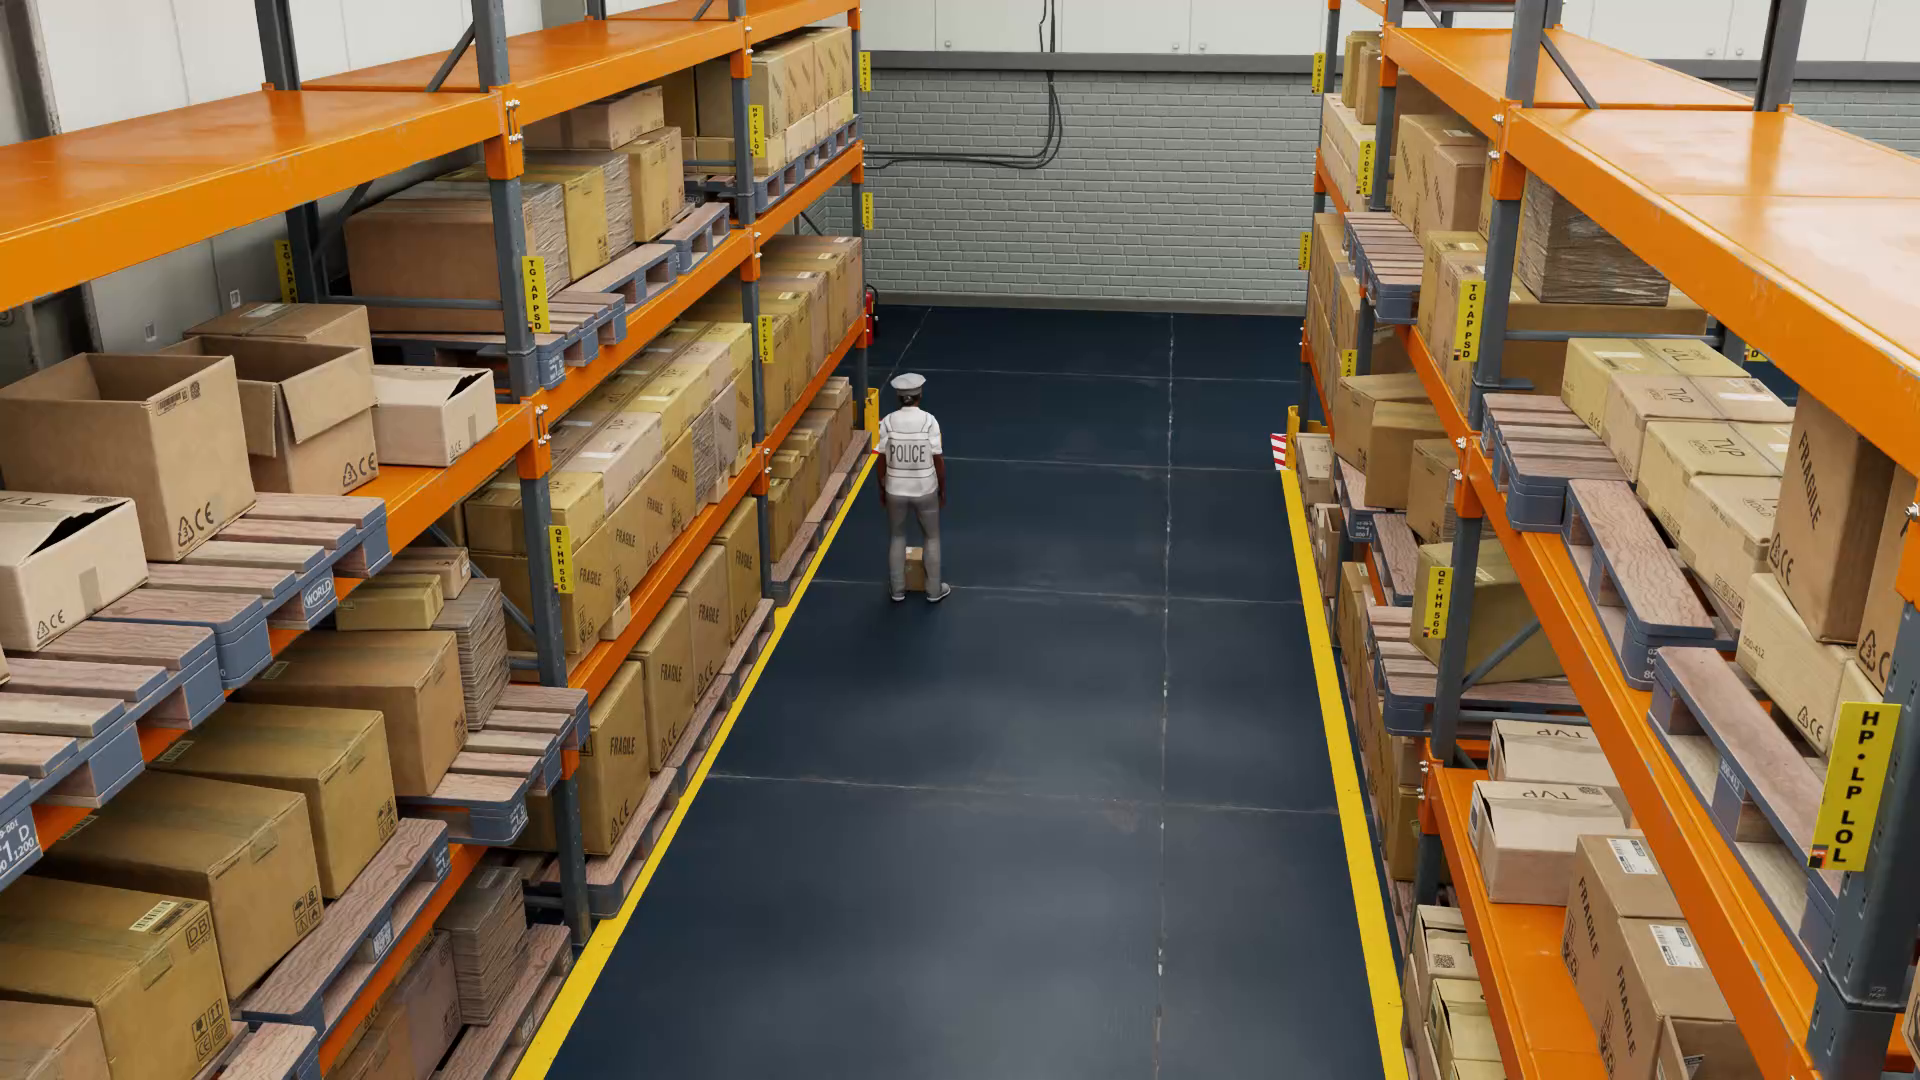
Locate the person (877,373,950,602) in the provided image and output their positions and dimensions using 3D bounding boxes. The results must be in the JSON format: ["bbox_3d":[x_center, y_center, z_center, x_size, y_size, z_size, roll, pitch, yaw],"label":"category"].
[{"bbox_3d":[-0.339,-0.354,11.996,0.514,1.657,0.399,2,21,6],"label":"person"}]
